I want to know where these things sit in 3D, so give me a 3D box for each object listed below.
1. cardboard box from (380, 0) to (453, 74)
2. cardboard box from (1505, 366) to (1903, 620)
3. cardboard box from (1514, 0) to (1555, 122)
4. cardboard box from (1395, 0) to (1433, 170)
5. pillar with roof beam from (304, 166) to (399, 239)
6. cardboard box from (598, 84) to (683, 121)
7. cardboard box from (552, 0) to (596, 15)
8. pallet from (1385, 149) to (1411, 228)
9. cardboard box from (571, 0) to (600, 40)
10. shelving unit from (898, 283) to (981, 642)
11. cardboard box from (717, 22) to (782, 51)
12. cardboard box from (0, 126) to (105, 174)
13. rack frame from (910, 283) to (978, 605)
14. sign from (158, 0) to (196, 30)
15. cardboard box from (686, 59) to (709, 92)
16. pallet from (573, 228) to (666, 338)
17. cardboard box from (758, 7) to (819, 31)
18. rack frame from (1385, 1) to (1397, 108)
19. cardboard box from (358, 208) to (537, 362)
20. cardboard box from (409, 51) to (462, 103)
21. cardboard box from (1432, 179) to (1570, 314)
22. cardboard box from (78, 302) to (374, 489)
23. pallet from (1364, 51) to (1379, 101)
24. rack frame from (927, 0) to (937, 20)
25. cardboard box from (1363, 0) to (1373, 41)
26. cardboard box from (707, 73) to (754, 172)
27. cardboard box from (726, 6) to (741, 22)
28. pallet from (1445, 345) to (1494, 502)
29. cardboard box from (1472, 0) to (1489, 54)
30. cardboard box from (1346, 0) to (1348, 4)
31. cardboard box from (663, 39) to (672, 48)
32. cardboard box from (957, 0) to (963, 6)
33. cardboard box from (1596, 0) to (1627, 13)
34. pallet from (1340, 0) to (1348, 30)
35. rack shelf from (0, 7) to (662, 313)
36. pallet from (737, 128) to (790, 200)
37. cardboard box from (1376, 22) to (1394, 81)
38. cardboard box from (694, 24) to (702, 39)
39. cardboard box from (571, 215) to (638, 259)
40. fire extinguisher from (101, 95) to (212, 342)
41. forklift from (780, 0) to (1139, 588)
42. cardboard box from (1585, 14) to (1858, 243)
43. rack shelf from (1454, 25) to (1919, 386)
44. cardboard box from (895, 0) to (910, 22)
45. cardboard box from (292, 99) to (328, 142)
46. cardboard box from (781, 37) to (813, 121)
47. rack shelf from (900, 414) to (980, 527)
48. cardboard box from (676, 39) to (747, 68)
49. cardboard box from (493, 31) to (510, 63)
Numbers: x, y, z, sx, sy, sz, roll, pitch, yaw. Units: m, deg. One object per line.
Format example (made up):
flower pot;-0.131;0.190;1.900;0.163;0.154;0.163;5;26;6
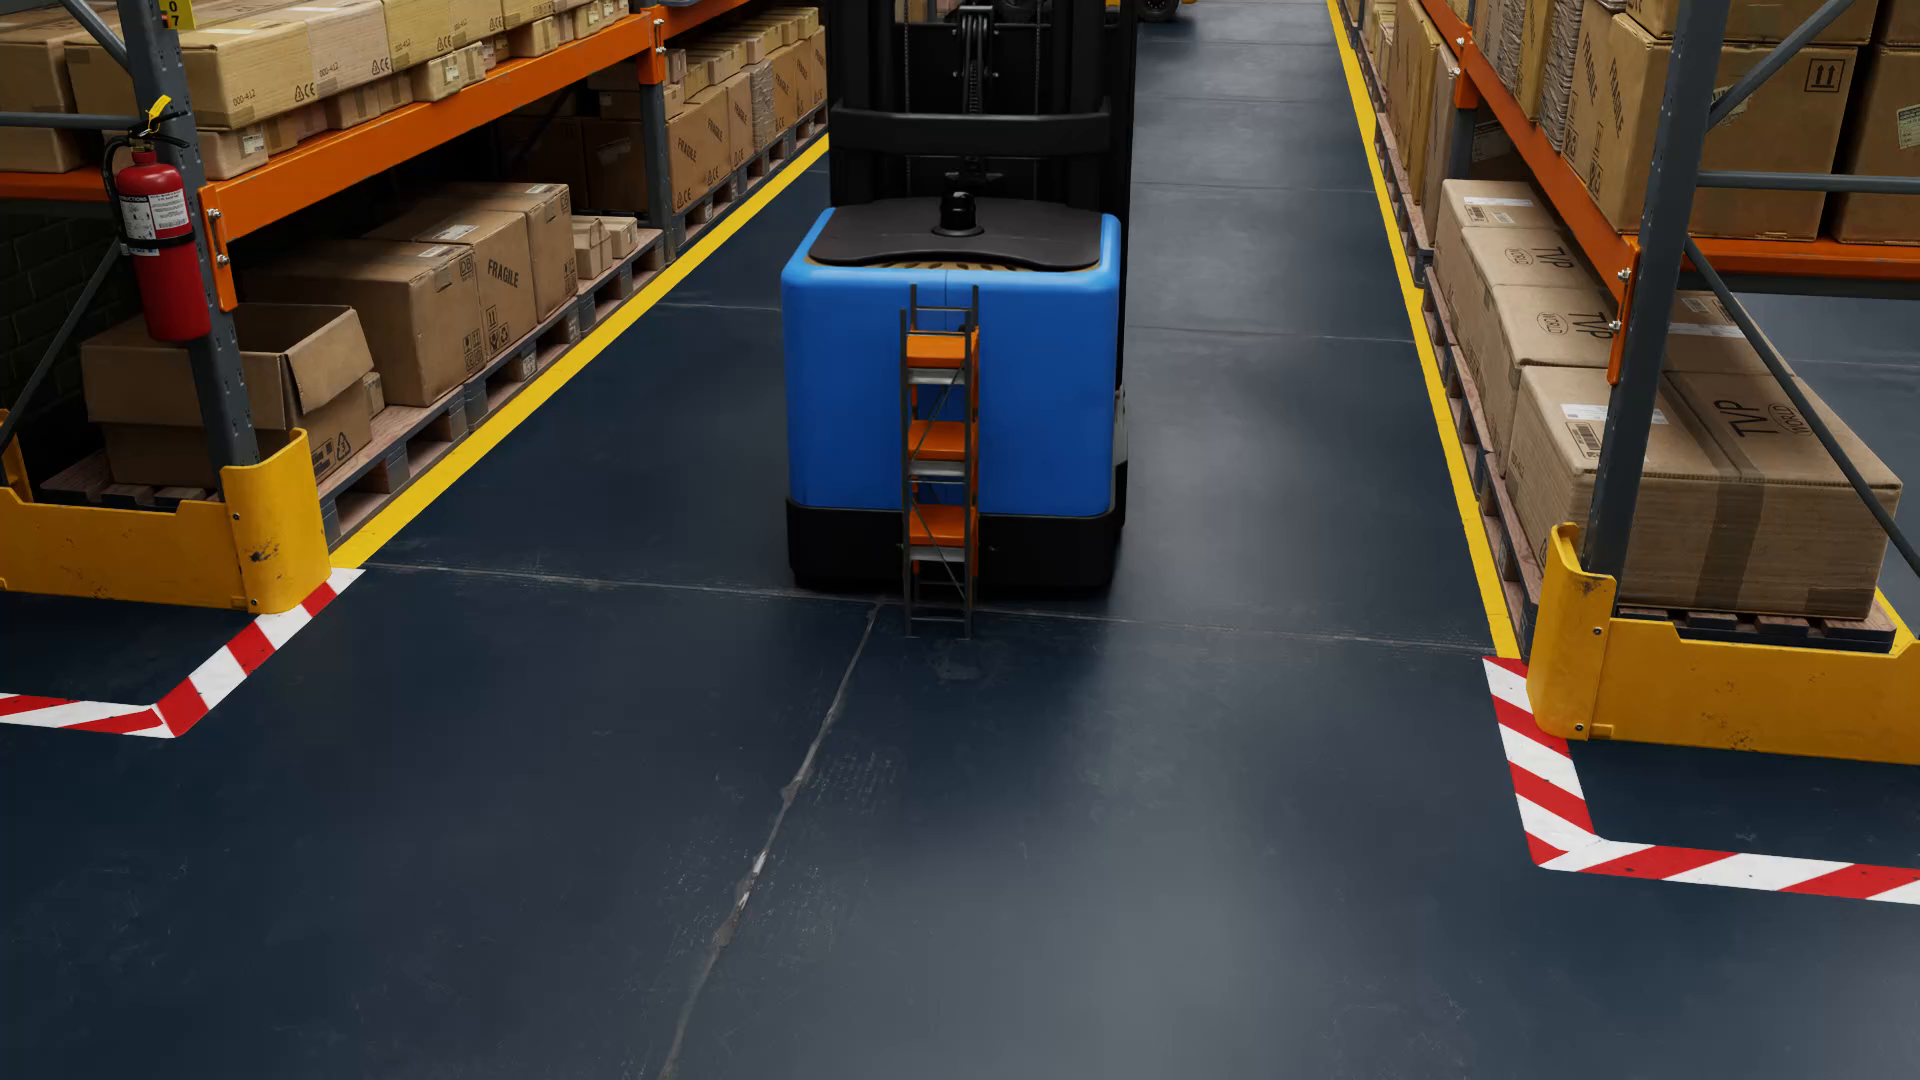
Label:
cardboard box;-2.185;-1.860;6.012;0.500;0.250;0.500;4;25;8
cardboard box;2.220;-0.170;5.101;0.875;0.438;0.875;3;25;7
cardboard box;2.271;-1.764;5.862;0.500;0.500;0.500;5;26;10
cardboard box;3.173;-2.775;10.151;0.875;0.875;0.875;4;25;9
pillar with roof beam;1.211;-5.062;5.950;9.100;9.000;0.400;4;25;9
cardboard box;-1.712;-2.356;8.933;0.380;0.149;0.250;5;26;11
cardboard box;-1.943;-2.499;7.376;0.500;0.250;0.500;4;25;9
pallet;3.113;-2.107;10.002;1.003;0.211;1.213;4;25;9
cardboard box;-1.876;-2.387;7.607;0.380;0.149;0.250;5;25;10
shelving unit;-0.057;-0.221;4.983;0.215;1.050;0.252;2;25;5
cardboard box;-1.399;-3.342;11.040;0.380;0.149;0.250;5;26;10
cardboard box;-2.898;-1.243;5.163;0.380;0.149;0.250;4;25;8
rack frame;-0.046;-0.272;5.093;0.200;1.050;0.008;2;25;5
sign;-2.152;-1.554;4.510;0.100;0.325;0.005;4;25;9
cardboard box;-1.681;-2.701;9.669;0.380;0.149;0.250;4;25;8
pallet;-2.146;-1.322;8.326;1.003;0.211;1.213;4;25;9
cardboard box;-1.210;-3.673;11.747;0.380;0.149;0.250;3;25;6
rack frame;3.518;-4.203;11.191;1.000;3.000;0.127;4;25;9
cardboard box;-2.130;-1.076;6.963;0.500;0.500;0.500;4;25;9
cardboard box;-2.103;-1.739;6.224;0.380;0.149;0.250;3;25;7
cardboard box;2.656;-1.305;7.526;0.875;0.438;0.875;4;25;8
cardboard box;-2.493;-0.508;5.747;0.797;0.503;0.637;3;25;6
pallet;3.849;-3.775;13.567;1.003;0.211;1.213;4;25;9
rack frame;-0.726;-6.218;15.496;1.000;3.000;0.127;4;25;9
cardboard box;4.088;-4.656;14.764;0.950;0.372;0.625;4;25;9
cardboard box;-1.569;-2.549;10.110;0.500;0.500;0.500;3;25;7
cardboard box;-1.772;-3.701;11.806;0.380;0.149;0.250;5;26;11
pallet;2.466;-0.443;6.447;1.003;0.211;1.213;4;25;9
cardboard box;2.529;-2.397;7.215;0.500;0.500;0.500;5;26;10
cardboard box;4.168;-5.522;16.758;0.500;0.250;0.500;4;25;9
cardboard box;-2.017;-3.046;10.407;0.380;0.149;0.250;3;25;6
cardboard box;-0.252;-5.556;16.829;0.500;0.250;0.500;3;25;7
cardboard box;2.111;-1.794;4.747;0.500;0.500;0.500;4;25;9
pallet;4.444;-5.408;17.055;1.003;0.211;1.213;4;25;9
rack shelf;-2.360;-1.710;6.714;1.077;0.370;4.000;4;25;9
pallet;-1.741;-2.464;10.765;1.003;0.211;1.213;4;25;9
cardboard box;3.733;-3.748;12.823;0.950;0.372;0.625;4;25;8
cardboard box;-1.940;-3.375;11.109;0.380;0.149;0.250;3;25;6
cardboard box;-1.835;-1.518;8.322;0.380;0.149;0.250;3;25;7
fire extinguisher;-2.255;-0.902;4.670;0.296;0.674;0.183;4;25;9
forklift;0.096;-1.767;6.068;1.130;2.935;3.031;2;25;5
cardboard box;2.028;-1.122;4.492;0.500;0.500;0.500;4;25;9
rack shelf;2.537;-1.368;5.982;1.077;0.370;4.000;4;25;9
cardboard box;-0.934;-4.790;14.750;0.875;0.625;0.625;4;25;8
cardboard box;-2.358;-1.426;5.554;0.380;0.149;0.250;4;25;8
cardboard box;-1.329;-3.203;11.508;0.500;0.500;0.500;4;25;8
rack shelf;-0.057;-0.211;4.988;0.215;0.259;0.240;2;25;5
cardboard box;-1.545;-3.021;10.354;0.380;0.149;0.250;4;25;9
cardboard box;-2.112;-2.070;6.931;0.380;0.149;0.250;4;25;9
